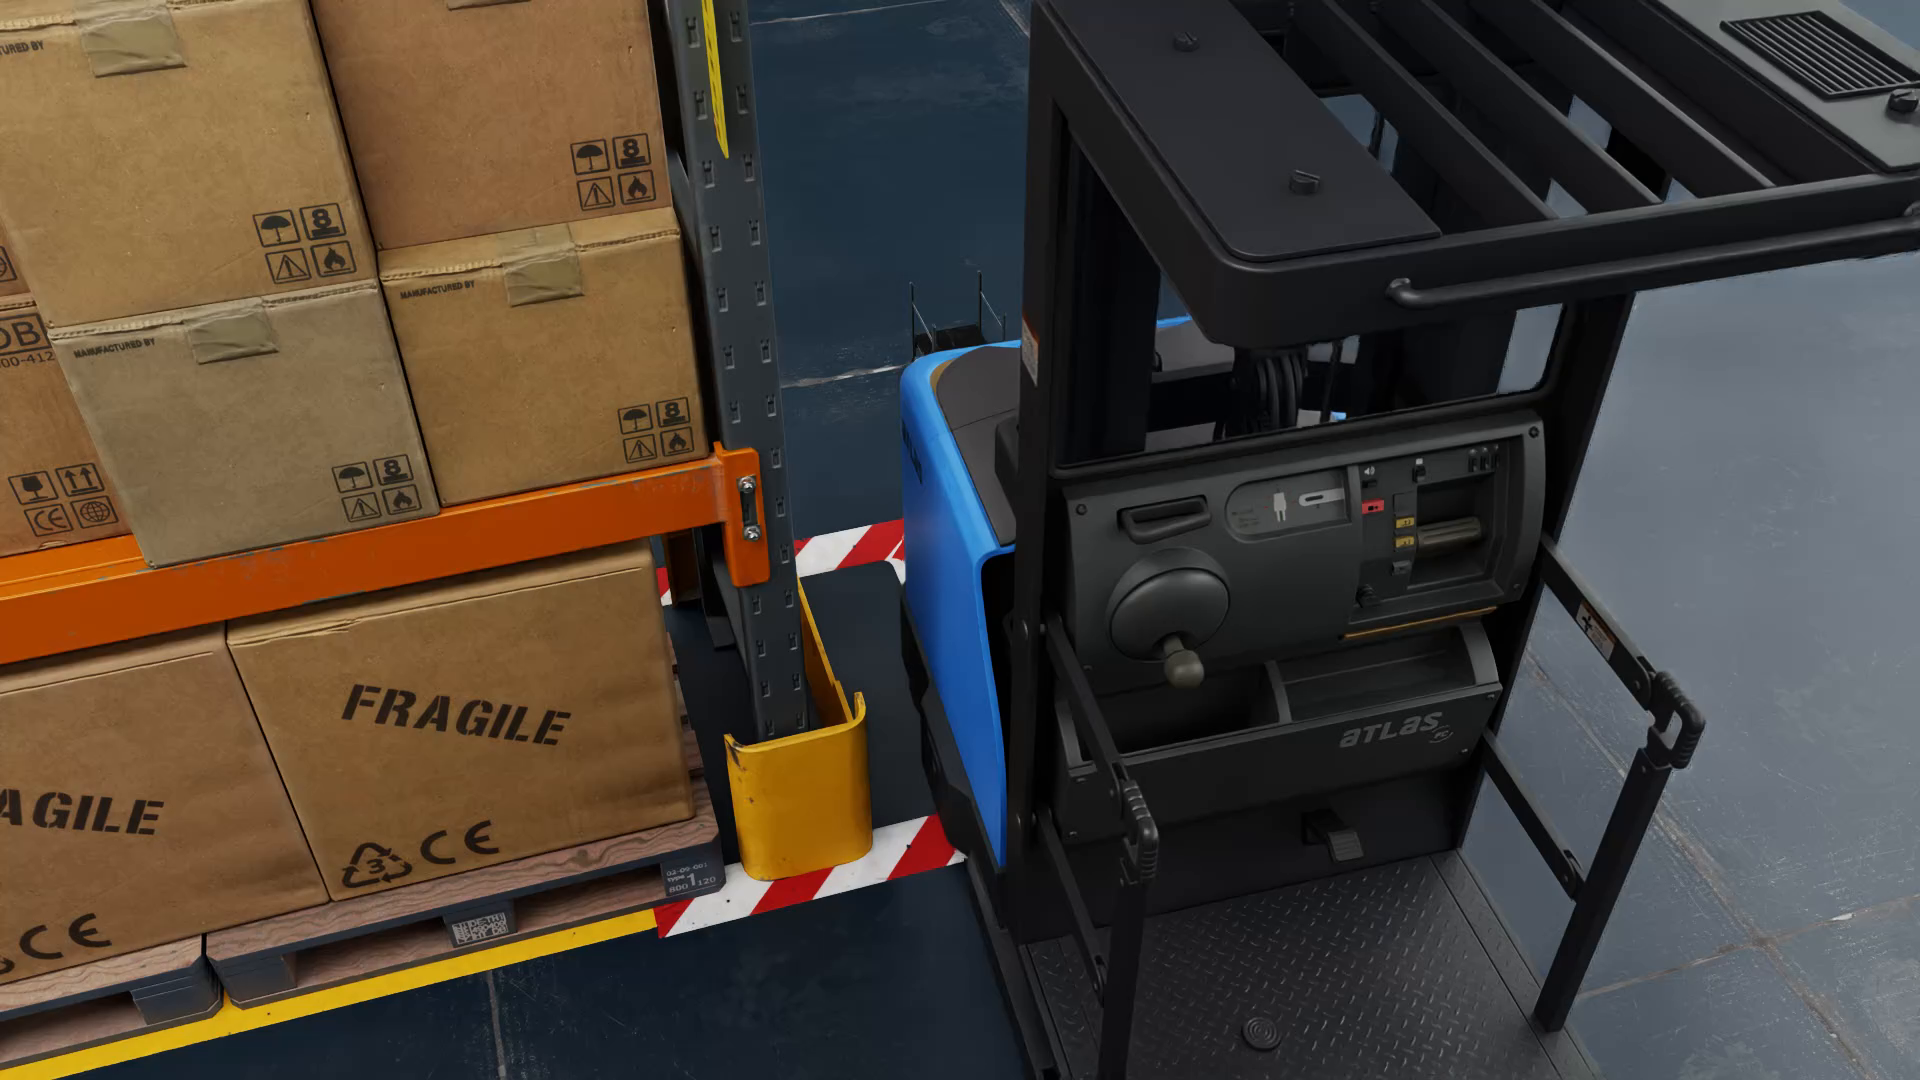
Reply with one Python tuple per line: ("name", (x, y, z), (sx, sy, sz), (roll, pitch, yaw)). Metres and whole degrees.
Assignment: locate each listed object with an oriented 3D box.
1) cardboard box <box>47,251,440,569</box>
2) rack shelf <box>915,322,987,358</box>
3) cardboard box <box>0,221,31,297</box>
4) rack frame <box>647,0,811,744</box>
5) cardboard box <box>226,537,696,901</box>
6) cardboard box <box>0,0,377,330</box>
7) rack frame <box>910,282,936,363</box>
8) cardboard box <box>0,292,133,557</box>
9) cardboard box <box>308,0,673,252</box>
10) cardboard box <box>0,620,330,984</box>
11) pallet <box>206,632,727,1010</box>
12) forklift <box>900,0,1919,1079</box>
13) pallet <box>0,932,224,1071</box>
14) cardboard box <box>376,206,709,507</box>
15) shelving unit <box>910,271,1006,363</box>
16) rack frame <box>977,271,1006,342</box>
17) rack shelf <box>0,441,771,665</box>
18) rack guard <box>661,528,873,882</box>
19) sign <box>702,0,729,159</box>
("cardboard box", (-1.432, -0.473, 3.398), (0.550, 0.550, 0.875), (-12, 42, -13))
("rack shelf", (-0.007, -0.516, 4.796), (0.200, 0.077, 0.258), (-12, 42, -13))
("cardboard box", (-2.011, -0.863, 3.023), (0.550, 0.550, 0.875), (-12, 42, -13))
("rack frame", (-0.573, -0.641, 3.704), (0.127, 3.000, 1.000), (-12, 42, -13))
("cardboard box", (-1.200, 0.177, 4.064), (0.875, 0.875, 0.875), (-11, 42, -13))
("cardboard box", (-1.436, -0.888, 3.052), (0.550, 0.550, 0.875), (-12, 42, -13))
("rack frame", (-0.105, -0.317, 4.929), (0.006, 0.900, 0.240), (-12, 42, -13))
("cardboard box", (-2.004, -0.441, 3.361), (0.550, 0.550, 0.875), (-12, 42, -13))
("cardboard box", (-0.939, -1.055, 3.243), (0.550, 0.550, 0.875), (-12, 42, -13))
("cardboard box", (-2.039, 0.352, 3.863), (0.875, 0.875, 0.875), (-12, 43, -14))
("pallet", (-1.313, 0.616, 4.384), (1.213, 0.211, 1.003), (-12, 42, -13))
("forklift", (0.702, 0.103, 2.905), (1.130, 2.935, 3.031), (-10, 42, -11))
("pallet", (-2.474, 0.855, 4.111), (1.213, 0.211, 1.003), (-12, 42, -13))
("cardboard box", (-0.914, -0.596, 3.538), (0.550, 0.550, 0.875), (-12, 42, -13))
("shelving unit", (-0.008, -0.337, 4.952), (0.210, 0.900, 0.258), (-12, 42, -13))
("rack frame", (0.089, -0.357, 4.975), (0.006, 0.900, 0.240), (-12, 42, -13))
("rack shelf", (-2.481, 0.025, 3.488), (4.000, 0.370, 1.077), (-12, 42, -13))
("rack guard", (-0.551, 0.296, 4.532), (0.348, 0.500, 1.175), (-12, 42, -13))
("sign", (-0.424, -0.823, 2.852), (0.005, 0.325, 0.100), (-12, 42, -13))
